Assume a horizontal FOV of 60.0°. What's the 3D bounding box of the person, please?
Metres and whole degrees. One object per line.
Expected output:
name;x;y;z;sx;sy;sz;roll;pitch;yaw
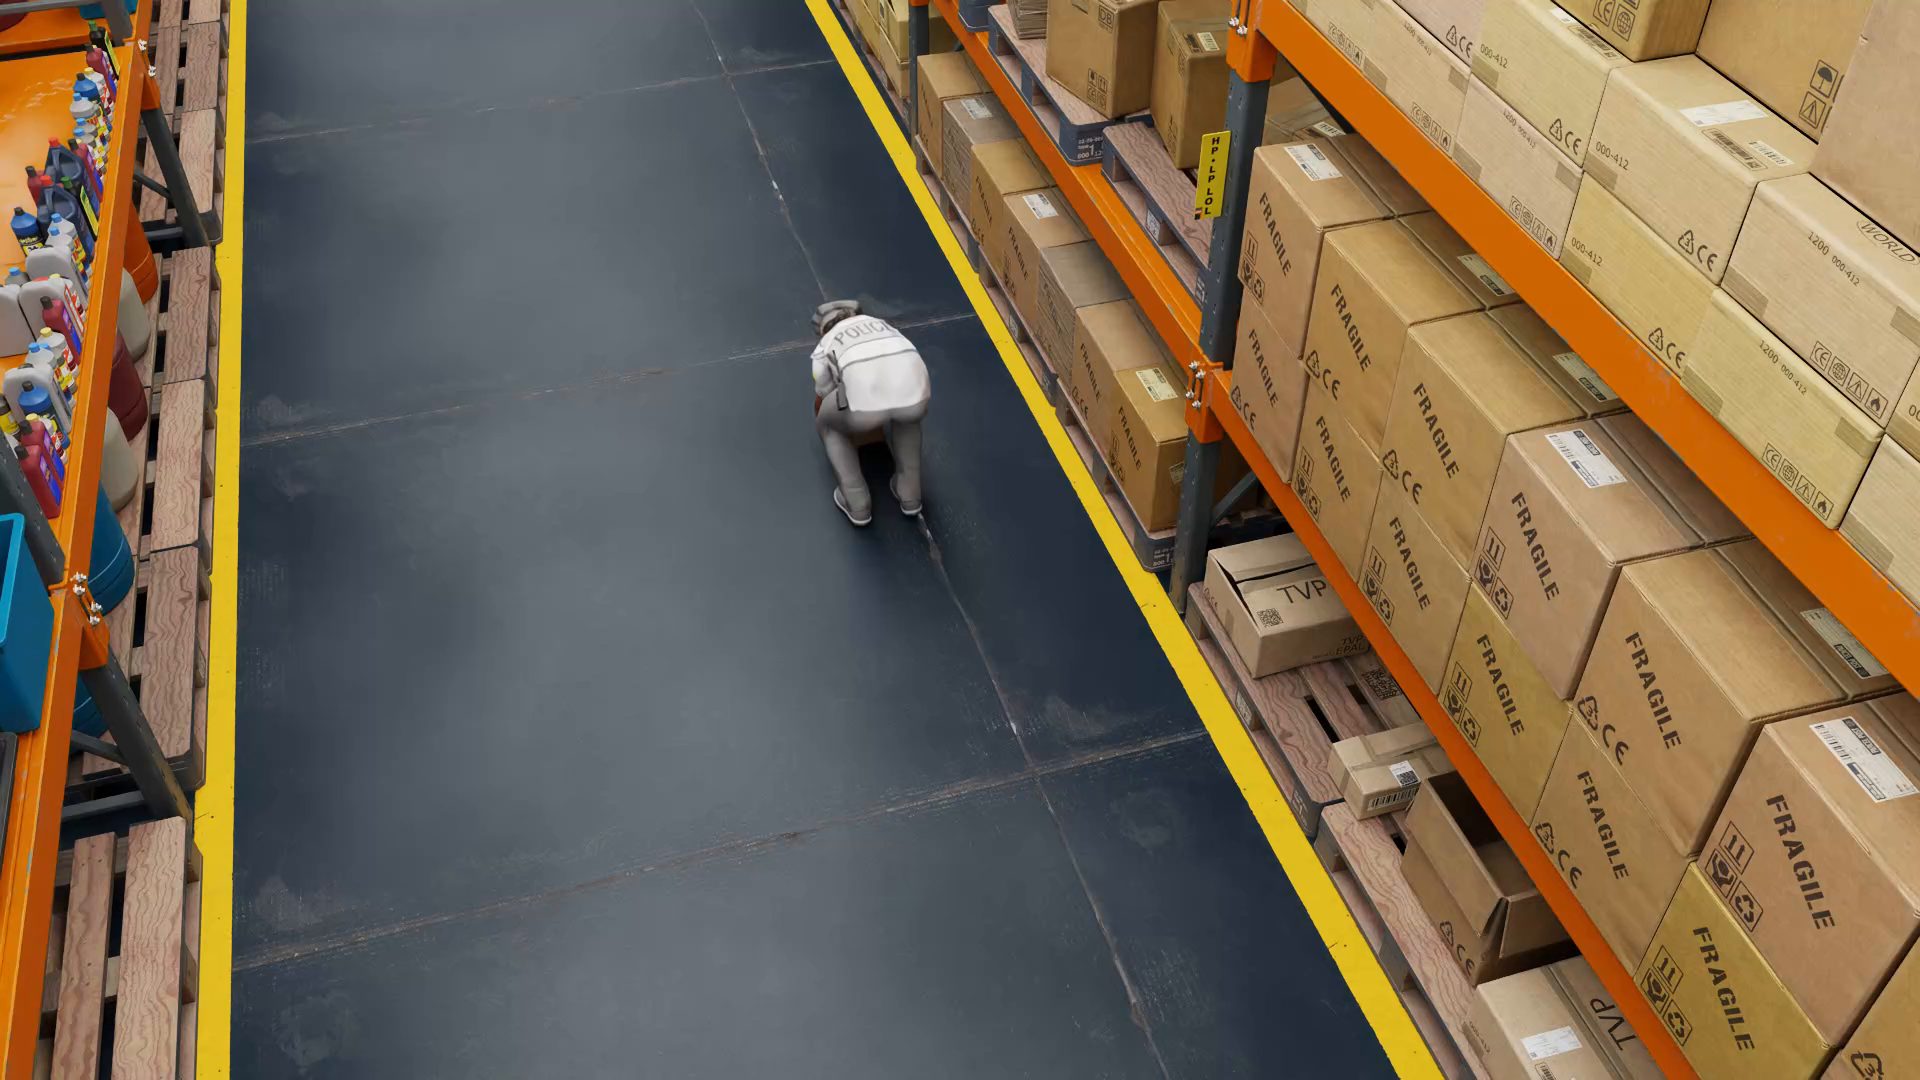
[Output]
person;-0.421;-0.606;7.382;0.465;0.908;0.904;-14;44;-15
